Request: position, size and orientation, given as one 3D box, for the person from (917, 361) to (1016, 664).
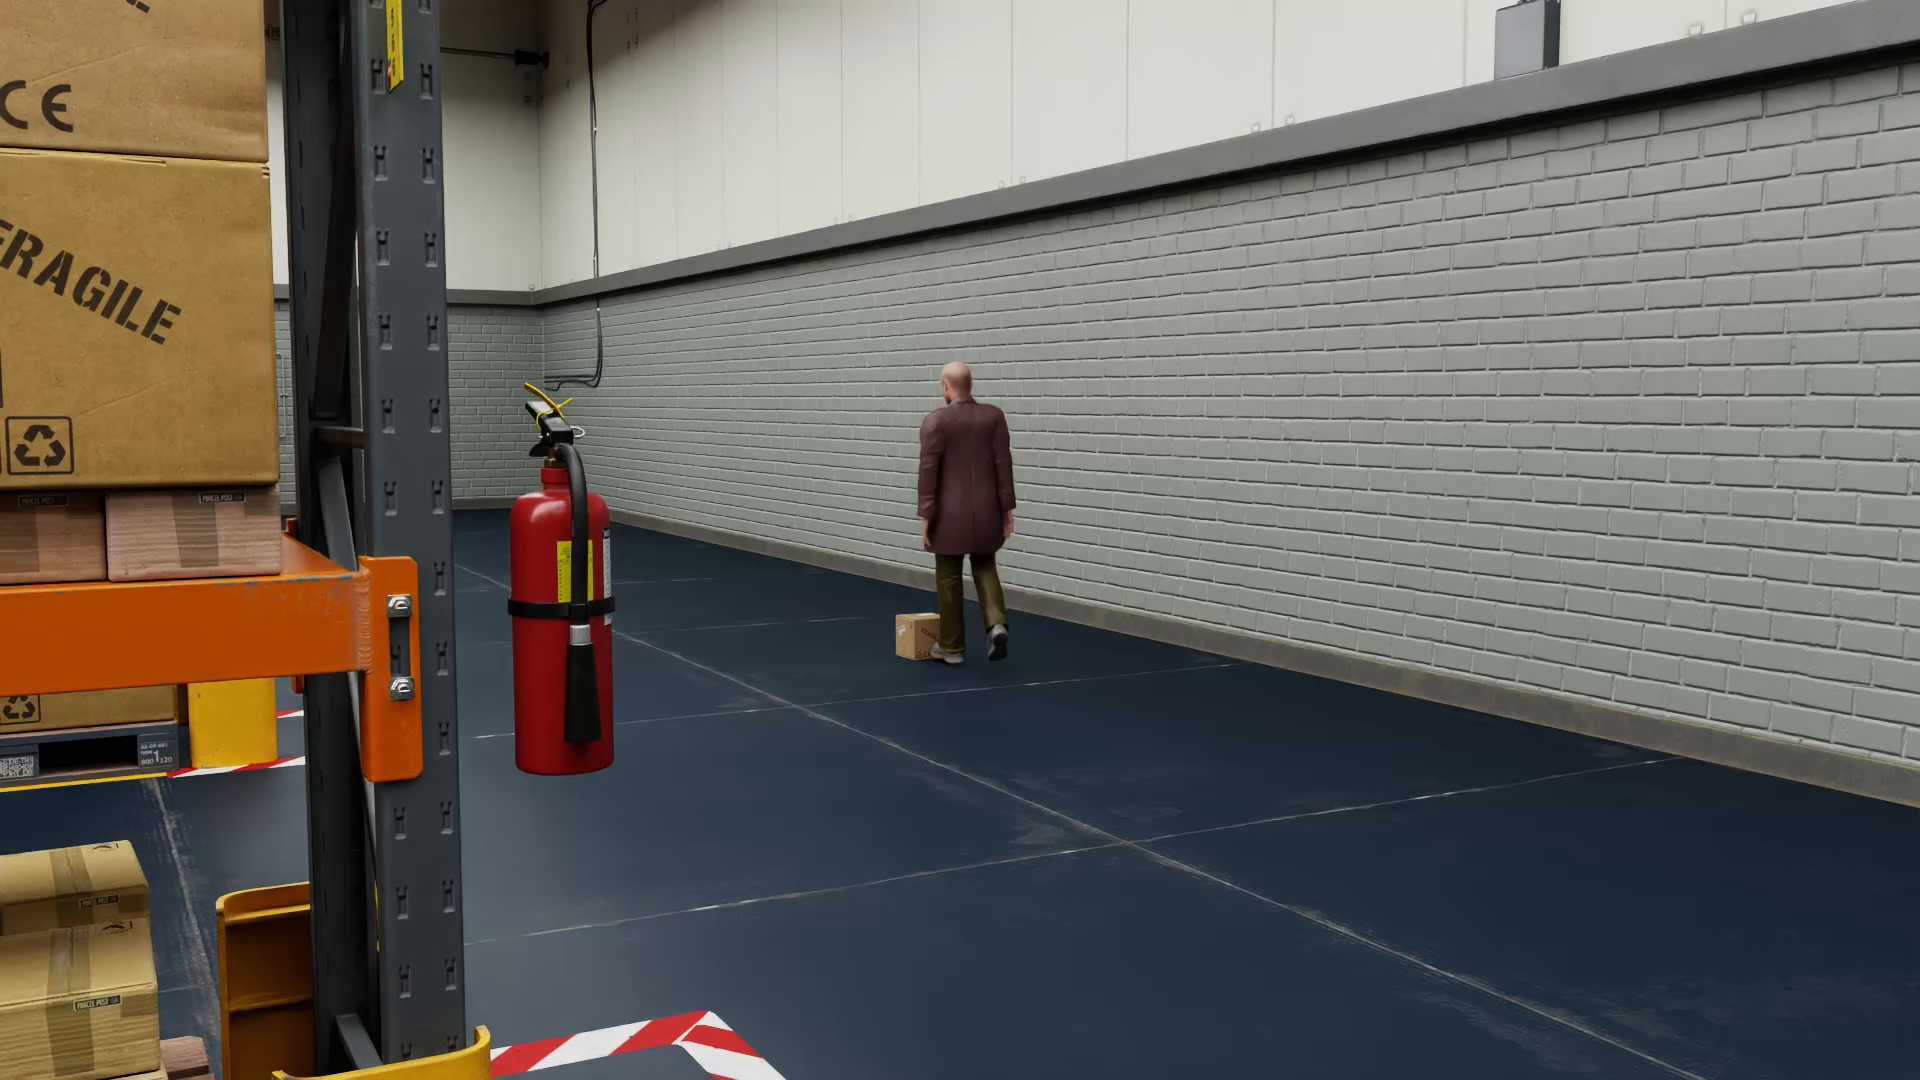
[{"bbox_3d":[0.001,-0.156,9.750,0.604,1.772,0.632,-2,5,-21],"label":"person"}]
